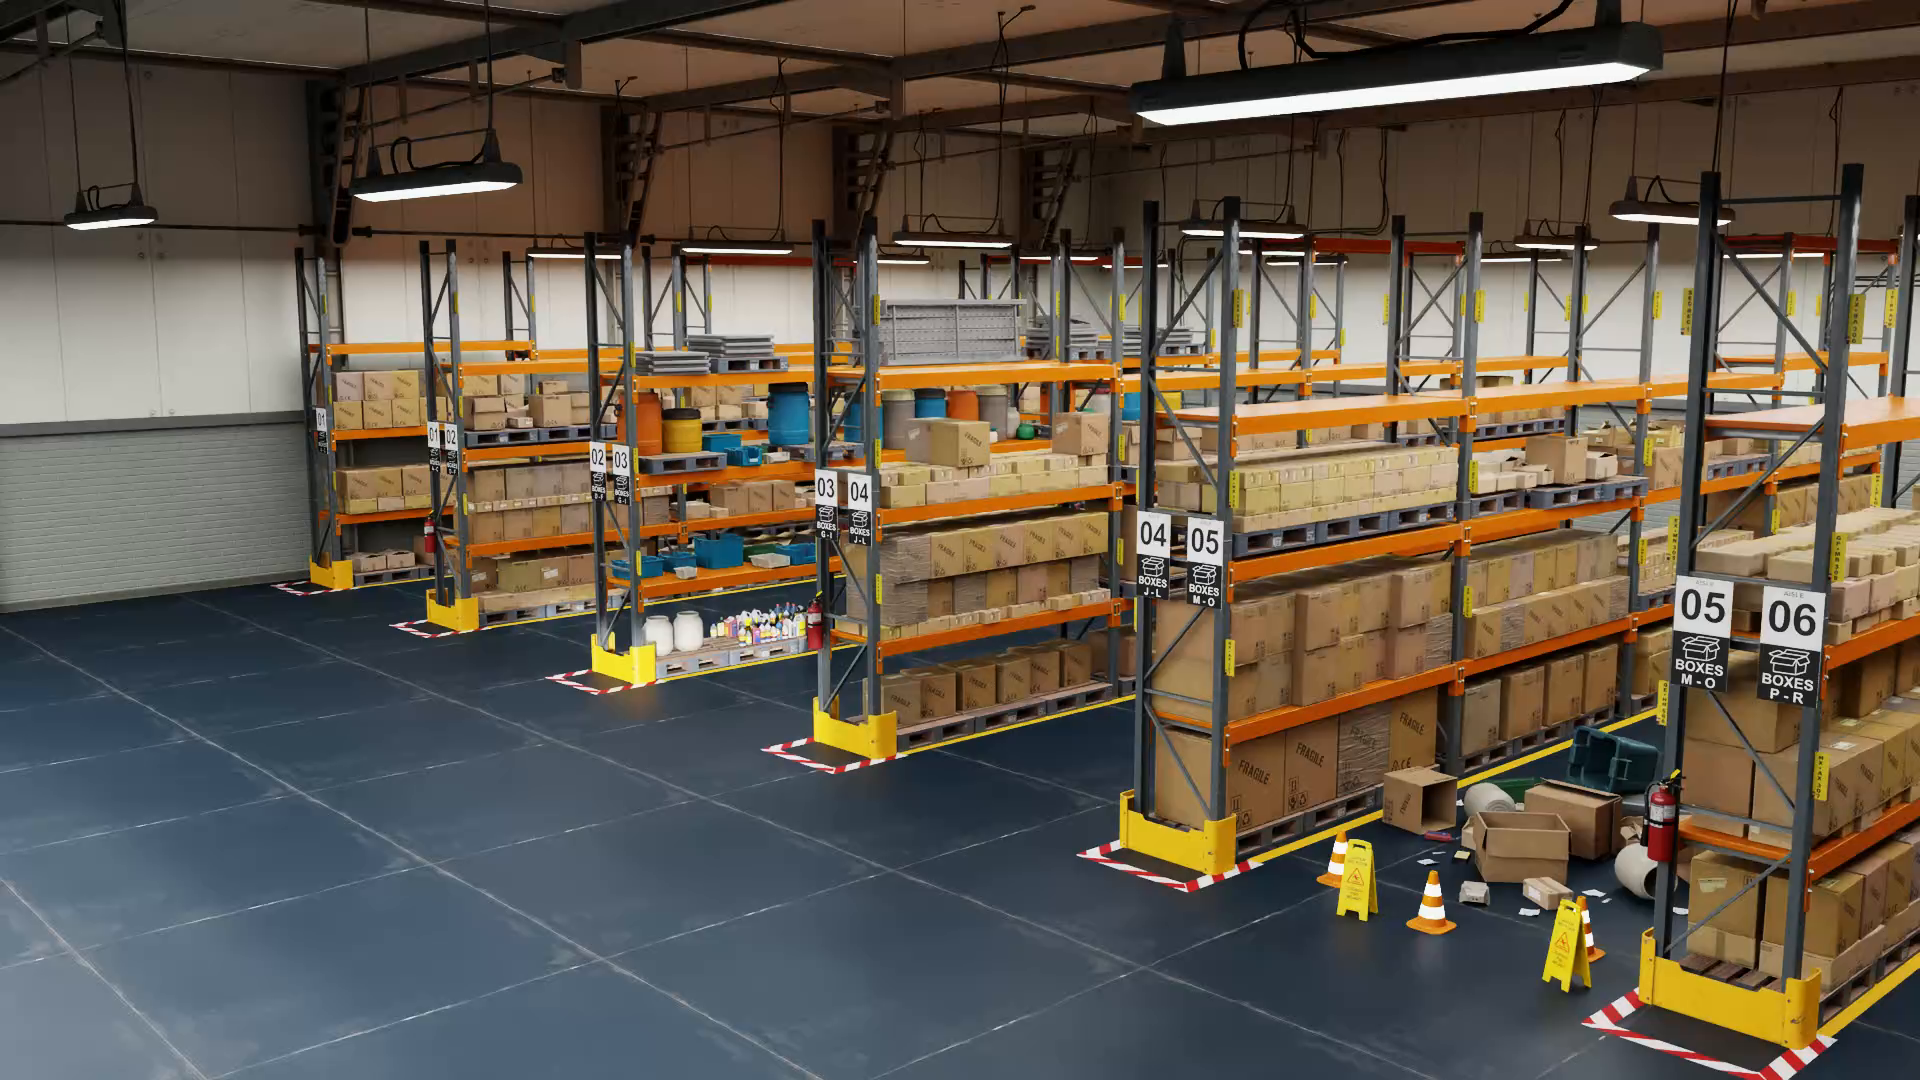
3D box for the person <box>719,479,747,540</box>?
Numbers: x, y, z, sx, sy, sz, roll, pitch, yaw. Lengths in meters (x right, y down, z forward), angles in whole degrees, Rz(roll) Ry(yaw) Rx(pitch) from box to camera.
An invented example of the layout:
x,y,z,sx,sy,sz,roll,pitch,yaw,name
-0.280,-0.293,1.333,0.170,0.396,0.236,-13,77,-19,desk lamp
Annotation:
x,y,z,sx,sy,sz,roll,pitch,yaw,name
-4.240,-0.318,31.716,0.849,1.757,0.679,-7,11,-41,person
